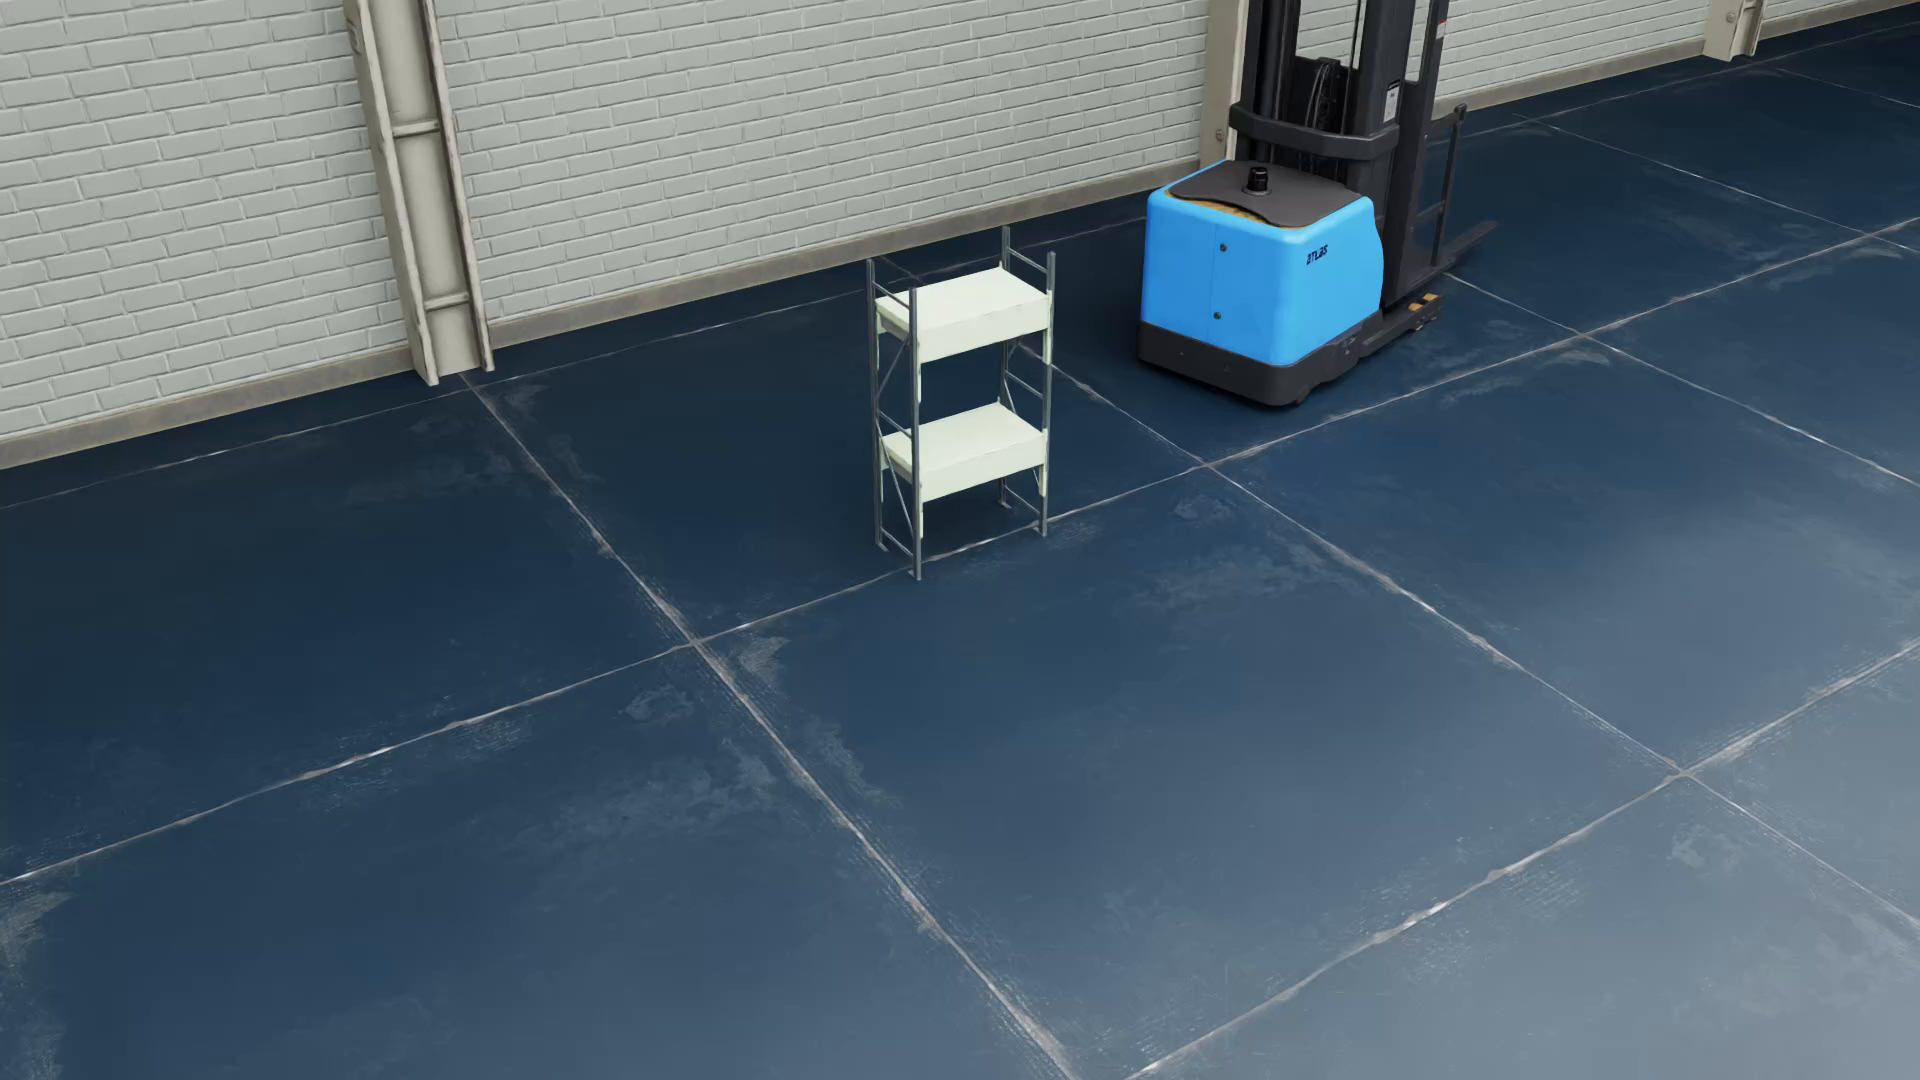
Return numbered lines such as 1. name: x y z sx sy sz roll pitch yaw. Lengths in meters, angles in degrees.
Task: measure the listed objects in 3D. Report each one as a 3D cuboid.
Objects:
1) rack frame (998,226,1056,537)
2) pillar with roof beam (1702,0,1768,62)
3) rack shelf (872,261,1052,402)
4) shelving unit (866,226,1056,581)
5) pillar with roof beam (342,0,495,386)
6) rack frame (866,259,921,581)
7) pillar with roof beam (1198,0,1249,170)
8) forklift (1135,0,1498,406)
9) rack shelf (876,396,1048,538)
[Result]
1. rack frame: 0.313 -0.742 8.021 0.023 1.500 0.400 -19 37 -27
2. pillar with roof beam: 9.418 -6.364 9.904 0.400 9.000 9.100 -19 37 -27
3. rack shelf: 0.006 -0.966 7.645 0.720 0.370 0.431 -19 37 -27
4. shelving unit: 0.006 -0.636 7.853 0.755 1.500 0.431 -19 37 -27
5. pillar with roof beam: -0.669 -2.895 4.405 0.400 9.000 9.100 -19 37 -27
6. rack frame: -0.302 -0.530 7.685 0.023 1.500 0.400 -19 37 -27
7. pillar with roof beam: 4.375 -4.629 7.154 0.400 9.000 9.100 -19 37 -27
8. forklift: 2.386 -2.699 9.782 1.130 2.935 3.031 25 40 34
9. rack shelf: 0.006 -0.361 8.027 0.720 0.370 0.431 -19 37 -27
